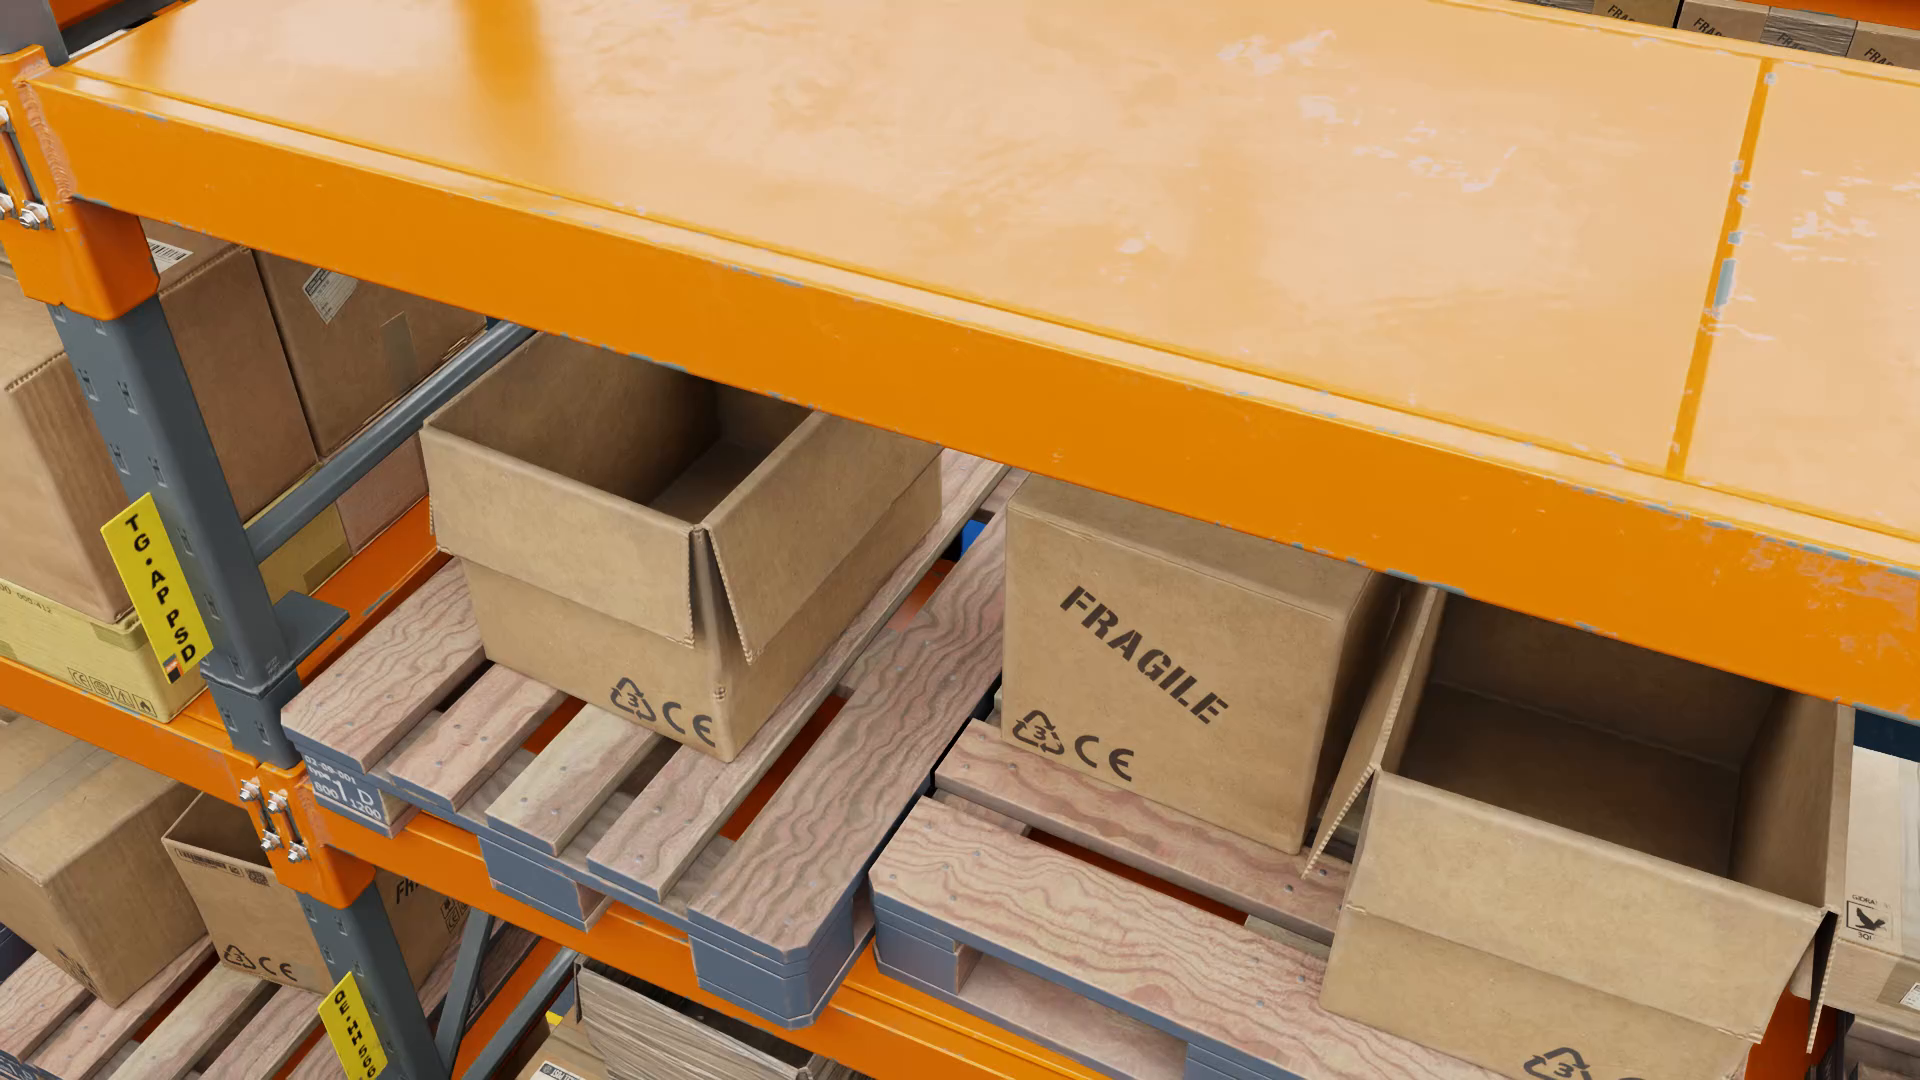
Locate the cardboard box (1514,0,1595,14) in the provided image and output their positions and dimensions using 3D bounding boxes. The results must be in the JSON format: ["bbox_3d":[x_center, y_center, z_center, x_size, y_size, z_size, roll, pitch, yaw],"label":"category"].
[{"bbox_3d":[3.958,-3.578,11.045,0.500,0.500,0.500,15,43,17],"label":"cardboard box"}]

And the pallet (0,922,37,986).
[{"bbox_3d":[-2.814,0.633,4.759,1.213,0.211,1.003,17,44,19],"label":"pallet"}]

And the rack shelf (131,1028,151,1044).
[{"bbox_3d":[-2.815,0.803,4.967,4.000,0.370,1.077,17,44,19],"label":"rack shelf"}]

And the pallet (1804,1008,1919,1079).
[{"bbox_3d":[1.771,0.907,2.153,1.217,0.209,0.805,15,43,17],"label":"pallet"}]

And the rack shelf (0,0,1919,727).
[{"bbox_3d":[0.810,-0.205,1.855,4.000,0.370,1.077,17,44,19],"label":"rack shelf"}]

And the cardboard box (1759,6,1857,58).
[{"bbox_3d":[5.347,-3.155,10.557,0.500,0.500,0.500,18,44,19],"label":"cardboard box"}]

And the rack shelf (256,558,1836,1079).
[{"bbox_3d":[0.810,0.777,2.706,4.000,0.370,1.077,17,44,19],"label":"rack shelf"}]

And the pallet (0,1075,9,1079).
[{"bbox_3d":[-2.812,1.583,5.647,1.213,0.211,1.003,17,44,19],"label":"pallet"}]

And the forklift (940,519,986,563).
[{"bbox_3d":[-16.690,-9.947,16.939,17.870,2.843,40.949,-20,45,-21],"label":"forklift"}]

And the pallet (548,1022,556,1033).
[{"bbox_3d":[-1.710,1.921,5.256,1.213,0.211,1.003,17,44,19],"label":"pallet"}]

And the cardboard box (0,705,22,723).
[{"bbox_3d":[-2.424,0.382,4.697,0.500,0.250,0.500,16,43,17],"label":"cardboard box"}]

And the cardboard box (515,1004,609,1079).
[{"bbox_3d":[-0.677,1.343,3.718,0.500,0.500,0.500,18,44,20],"label":"cardboard box"}]

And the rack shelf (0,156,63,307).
[{"bbox_3d":[-2.815,-1.313,3.133,4.000,0.370,1.077,17,44,19],"label":"rack shelf"}]

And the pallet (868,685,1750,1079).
[{"bbox_3d":[0.618,0.478,2.647,1.213,0.211,1.003,19,44,21],"label":"pallet"}]

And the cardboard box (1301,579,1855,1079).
[{"bbox_3d":[0.858,0.307,2.300,0.637,0.503,0.797,16,44,18],"label":"cardboard box"}]

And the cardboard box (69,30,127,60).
[{"bbox_3d":[-1.778,-0.701,3.404,0.500,0.500,0.500,17,44,19],"label":"cardboard box"}]

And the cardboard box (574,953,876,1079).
[{"bbox_3d":[-0.347,0.880,3.486,0.637,0.503,0.797,18,44,20],"label":"cardboard box"}]

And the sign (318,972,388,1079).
[{"bbox_3d":[-1.223,1.002,3.364,0.005,0.325,0.100,17,44,19],"label":"sign"}]

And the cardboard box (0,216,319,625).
[{"bbox_3d":[-1.541,-0.259,2.894,0.500,0.500,0.500,18,44,20],"label":"cardboard box"}]

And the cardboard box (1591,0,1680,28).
[{"bbox_3d":[4.410,-3.436,10.881,0.500,0.500,0.500,16,44,18],"label":"cardboard box"}]

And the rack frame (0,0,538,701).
[{"bbox_3d":[-1.002,-1.182,2.127,0.127,3.000,1.000,17,44,19],"label":"rack frame"}]

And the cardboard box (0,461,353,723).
[{"bbox_3d":[-1.537,0.022,3.143,0.500,0.250,0.500,17,44,19],"label":"cardboard box"}]
